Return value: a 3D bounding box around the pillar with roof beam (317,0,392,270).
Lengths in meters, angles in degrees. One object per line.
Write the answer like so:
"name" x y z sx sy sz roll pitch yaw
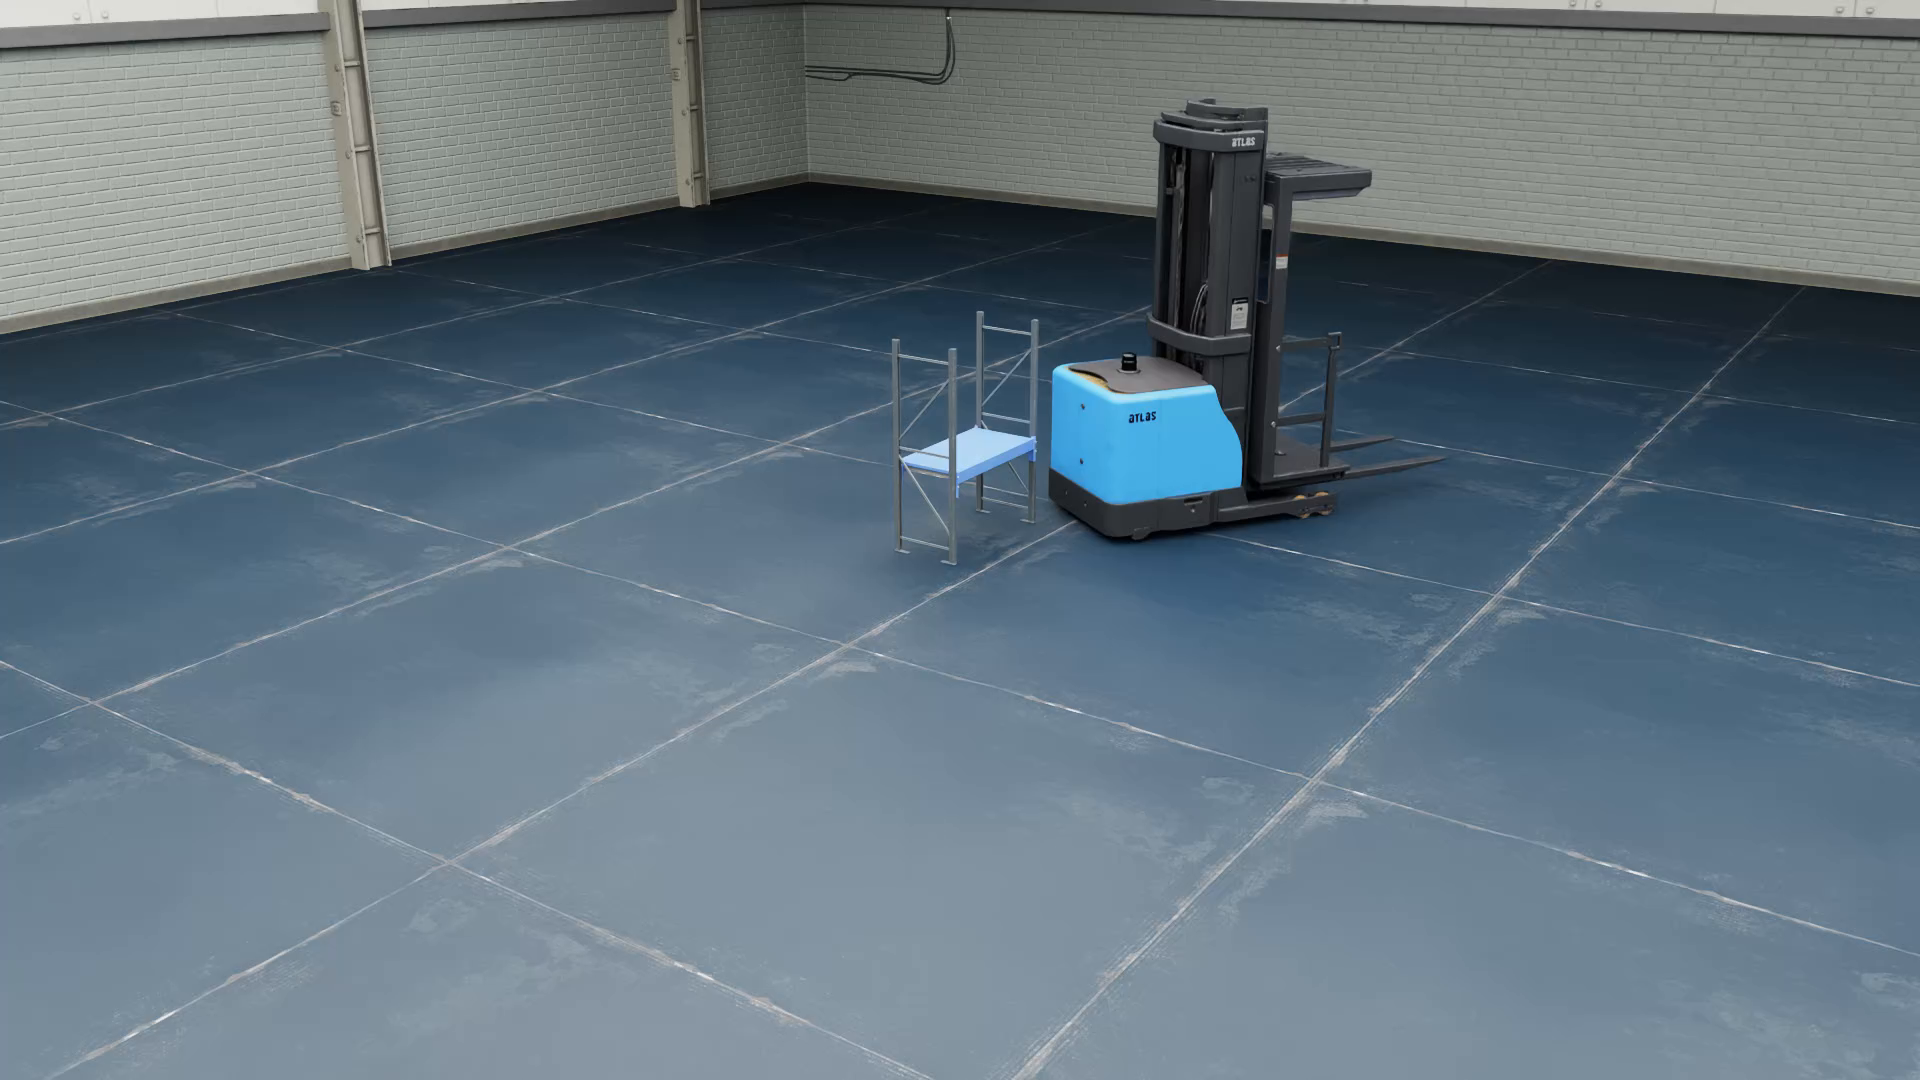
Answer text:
"pillar with roof beam" -3.939 -6.868 17.362 9.100 9.000 0.400 13 24 32

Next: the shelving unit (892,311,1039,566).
"shelving unit" 0.048 -0.728 11.571 0.538 1.500 1.048 13 24 32

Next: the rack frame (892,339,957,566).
"rack frame" -0.238 -0.582 11.177 0.500 1.500 0.032 13 24 32

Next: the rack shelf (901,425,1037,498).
"rack shelf" 0.048 -0.559 11.633 0.538 0.185 1.000 13 24 32

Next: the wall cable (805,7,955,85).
"wall cable" -1.377 -8.561 26.413 3.097 2.526 0.112 13 24 32

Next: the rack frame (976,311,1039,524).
"rack frame" 0.334 -0.874 11.965 0.500 1.500 0.032 13 24 32

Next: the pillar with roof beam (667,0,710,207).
"pillar with roof beam" -0.566 -8.590 22.016 9.100 9.000 0.400 13 24 32

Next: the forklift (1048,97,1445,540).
"forklift" 2.225 -1.692 12.114 3.031 2.935 1.130 -9 22 -22
